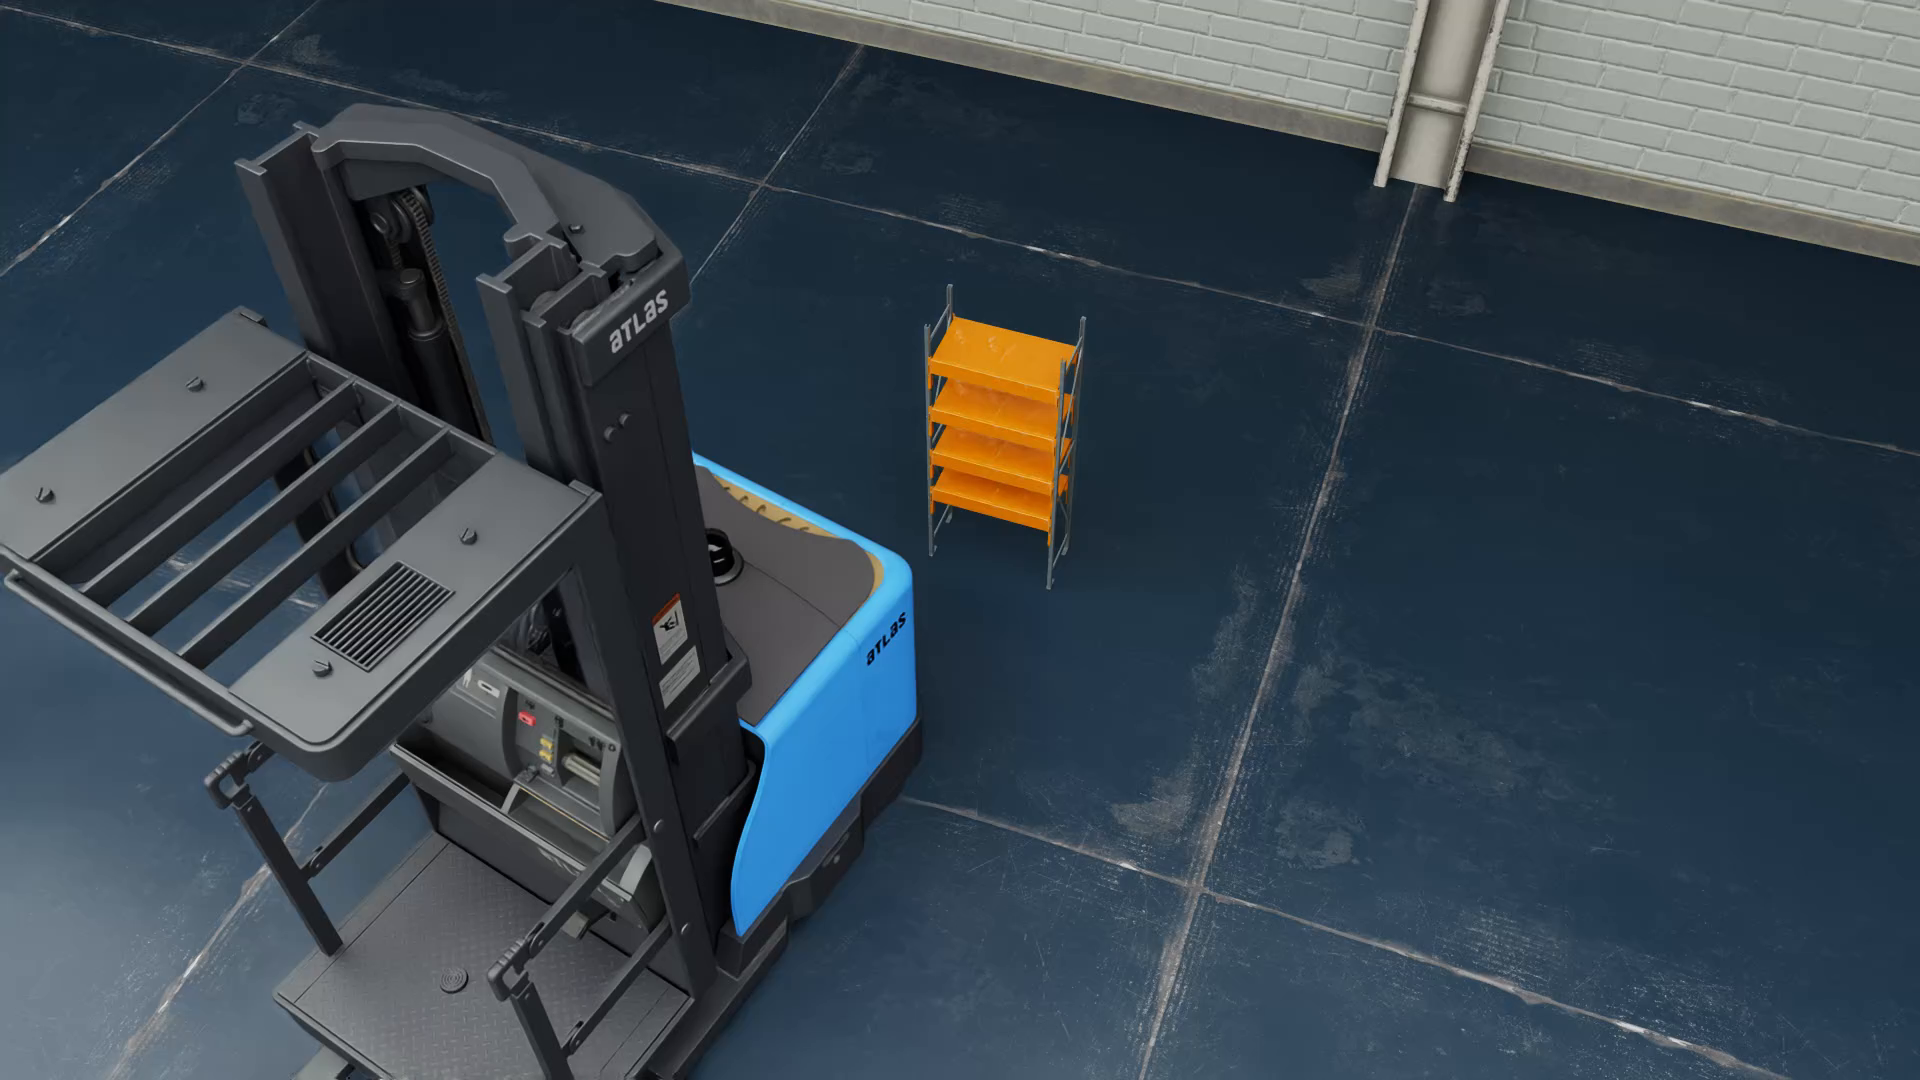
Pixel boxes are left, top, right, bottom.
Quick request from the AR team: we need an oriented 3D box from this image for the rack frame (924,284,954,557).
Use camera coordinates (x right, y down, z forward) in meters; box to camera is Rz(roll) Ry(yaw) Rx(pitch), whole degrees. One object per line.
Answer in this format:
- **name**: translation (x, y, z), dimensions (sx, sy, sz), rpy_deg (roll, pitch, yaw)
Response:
- **rack frame**: translation (-0.074, -0.414, 6.181), dimensions (0.015, 1.200, 0.240), rpy_deg (16, 51, 13)

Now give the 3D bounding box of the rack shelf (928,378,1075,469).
- **rack shelf**: translation (0.155, -0.452, 6.007), dimensions (0.480, 0.148, 0.258), rpy_deg (16, 51, 13)

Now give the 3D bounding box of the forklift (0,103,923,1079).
- **forklift**: translation (-1.353, 0.551, 4.199), dimensions (1.130, 2.935, 3.031), rpy_deg (26, 54, 21)

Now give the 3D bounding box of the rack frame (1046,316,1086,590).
- **rack frame**: translation (0.384, -0.286, 6.070), dimensions (0.015, 1.200, 0.240), rpy_deg (16, 51, 13)

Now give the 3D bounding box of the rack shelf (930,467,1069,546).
- **rack shelf**: translation (0.155, -0.176, 6.326), dimensions (0.480, 0.148, 0.258), rpy_deg (16, 51, 13)

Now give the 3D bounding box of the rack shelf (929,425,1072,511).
- **rack shelf**: translation (0.155, -0.306, 6.176), dimensions (0.480, 0.148, 0.258), rpy_deg (16, 51, 13)

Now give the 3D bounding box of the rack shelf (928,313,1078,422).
- **rack shelf**: translation (0.155, -0.607, 5.829), dimensions (0.480, 0.148, 0.258), rpy_deg (16, 51, 13)

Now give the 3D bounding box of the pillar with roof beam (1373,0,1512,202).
- **pillar with roof beam**: translation (0.765, -1.687, 2.124), dimensions (0.400, 9.000, 9.100), rpy_deg (16, 51, 13)

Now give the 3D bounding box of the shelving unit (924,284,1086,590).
- **shelving unit**: translation (0.155, -0.350, 6.126), dimensions (0.503, 1.200, 0.258), rpy_deg (16, 51, 13)
